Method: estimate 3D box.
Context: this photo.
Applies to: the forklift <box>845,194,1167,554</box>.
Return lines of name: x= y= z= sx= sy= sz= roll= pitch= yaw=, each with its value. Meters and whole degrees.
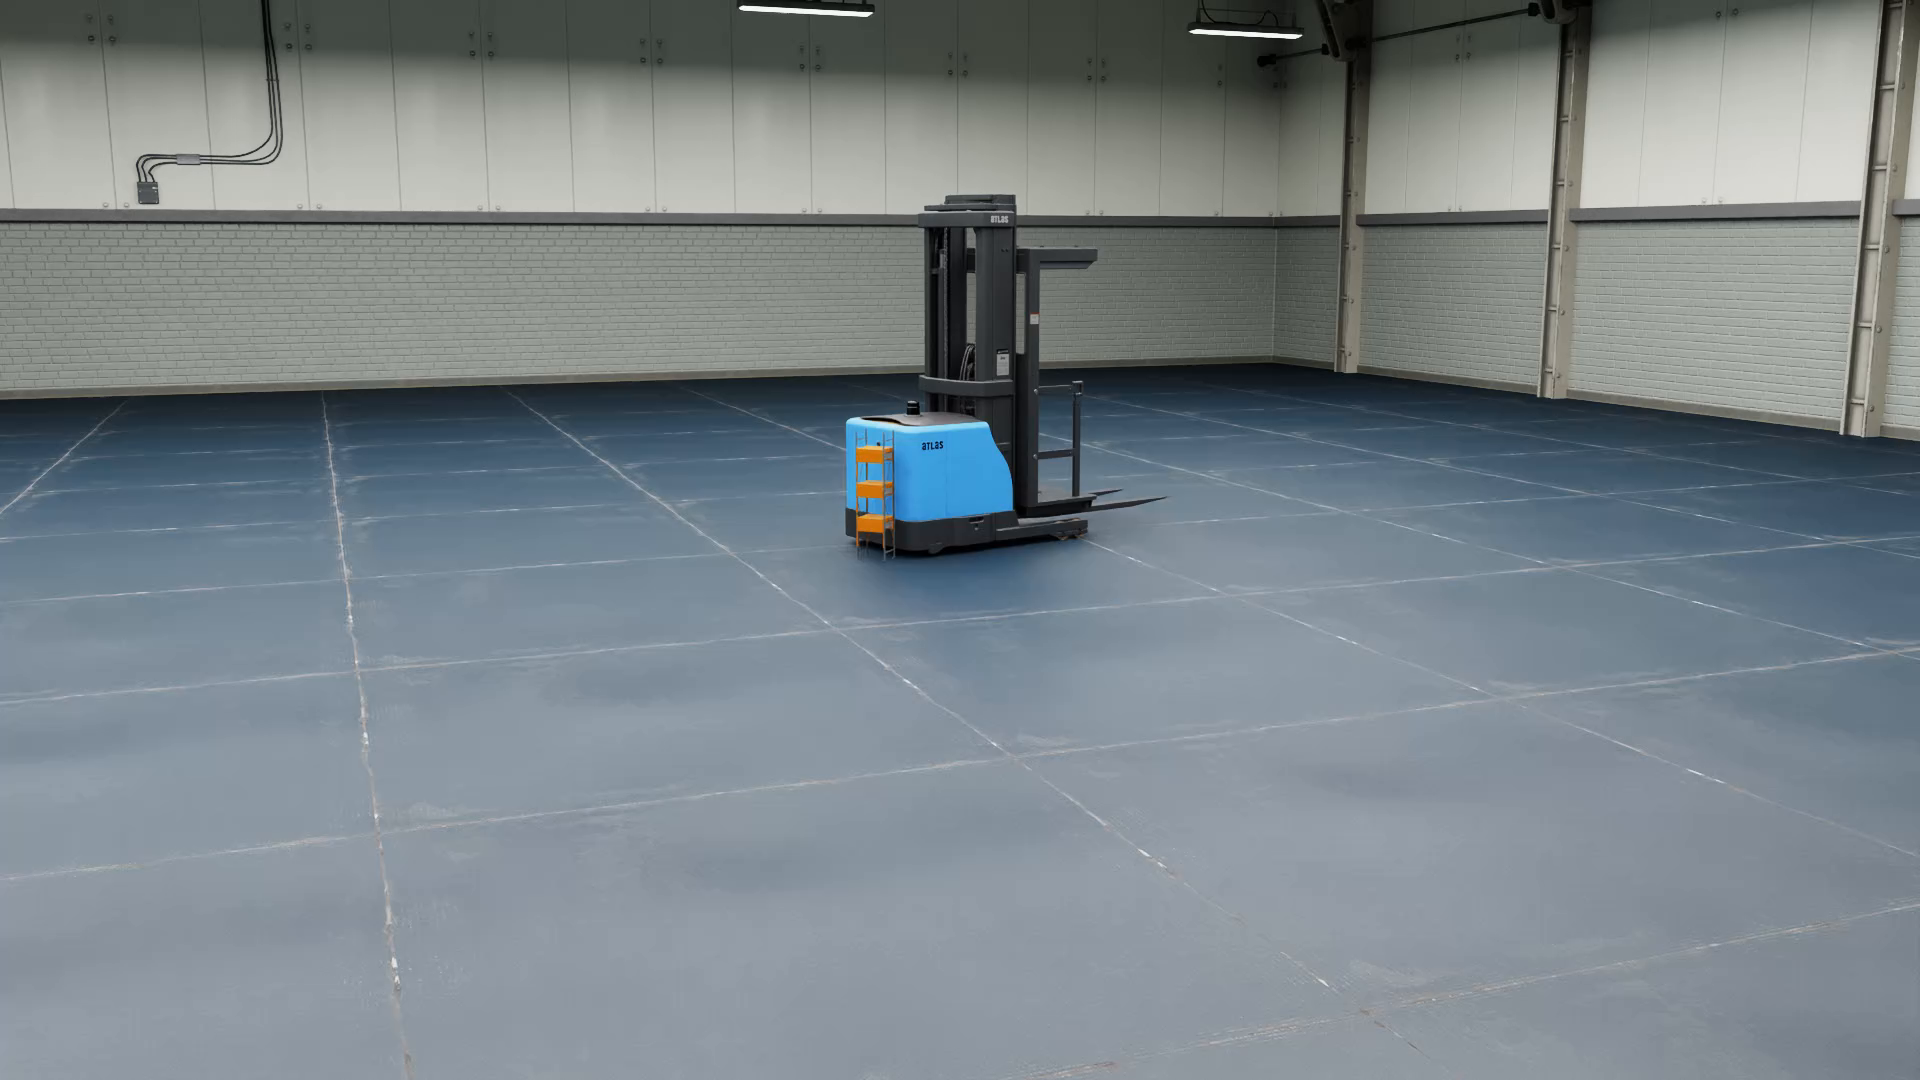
forklift: x=0.502 y=-1.509 z=14.533 sx=3.031 sy=2.935 sz=1.130 roll=-7 pitch=13 yaw=-36

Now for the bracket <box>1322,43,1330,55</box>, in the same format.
bracket: x=7.261 y=-9.614 z=32.497 sx=0.235 sy=0.232 sz=0.430 roll=-4 pitch=11 yaw=-21

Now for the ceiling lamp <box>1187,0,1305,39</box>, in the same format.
ceiling lamp: x=4.519 y=-9.725 z=26.731 sx=2.000 sy=3.185 sz=0.800 roll=-4 pitch=11 yaw=-21

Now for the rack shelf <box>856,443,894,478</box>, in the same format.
rack shelf: x=-0.685 y=-0.634 z=13.425 sx=0.240 sy=0.259 sz=0.215 roll=4 pitch=11 yaw=22

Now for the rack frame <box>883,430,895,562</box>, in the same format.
rack frame: x=-0.573 y=-0.356 z=13.427 sx=0.008 sy=1.050 sz=0.200 roll=4 pitch=11 yaw=22

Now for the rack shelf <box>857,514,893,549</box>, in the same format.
rack shelf: x=-0.685 y=-0.081 z=13.524 sx=0.240 sy=0.259 sz=0.215 roll=4 pitch=11 yaw=22

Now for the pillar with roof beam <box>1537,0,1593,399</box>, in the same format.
pillar with roof beam: x=5.904 y=-6.544 z=25.516 sx=9.100 sy=9.000 sz=0.548 roll=-4 pitch=11 yaw=-21

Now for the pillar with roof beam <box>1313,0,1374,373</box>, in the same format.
pillar with roof beam: x=3.730 y=-7.524 z=31.022 sx=9.100 sy=9.000 sz=0.548 roll=-4 pitch=11 yaw=-21

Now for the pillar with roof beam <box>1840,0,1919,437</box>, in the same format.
pillar with roof beam: x=8.078 y=-5.565 z=20.010 sx=9.100 sy=9.000 sz=0.400 roll=-4 pitch=11 yaw=-21

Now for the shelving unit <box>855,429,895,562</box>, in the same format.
shelving unit: x=-0.685 y=-0.365 z=13.473 sx=0.252 sy=1.050 sz=0.215 roll=4 pitch=11 yaw=22

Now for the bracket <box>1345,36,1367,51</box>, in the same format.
bracket: x=7.562 y=-9.479 z=31.735 sx=0.235 sy=0.232 sz=0.430 roll=-4 pitch=11 yaw=-21

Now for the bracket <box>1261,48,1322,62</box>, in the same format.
bracket: x=6.616 y=-9.905 z=34.130 sx=0.076 sy=0.066 sz=3.189 roll=-4 pitch=11 yaw=-21

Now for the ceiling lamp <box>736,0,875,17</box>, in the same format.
ceiling lamp: x=-2.322 y=-9.259 z=24.112 sx=2.000 sy=3.185 sz=0.800 roll=-4 pitch=11 yaw=-21

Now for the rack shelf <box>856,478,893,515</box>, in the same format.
rack shelf: x=-0.685 y=-0.354 z=13.475 sx=0.240 sy=0.259 sz=0.215 roll=4 pitch=11 yaw=22

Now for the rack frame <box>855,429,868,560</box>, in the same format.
rack frame: x=-0.798 y=-0.373 z=13.520 sx=0.008 sy=1.050 sz=0.200 roll=4 pitch=11 yaw=22

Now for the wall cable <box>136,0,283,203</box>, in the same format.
wall cable: x=-12.598 y=-8.637 z=27.569 sx=2.305 sy=6.003 sz=0.169 roll=-4 pitch=11 yaw=-21

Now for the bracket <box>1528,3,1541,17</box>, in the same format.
bracket: x=9.435 y=-8.635 z=26.991 sx=0.235 sy=0.232 sz=0.430 roll=-4 pitch=11 yaw=-21

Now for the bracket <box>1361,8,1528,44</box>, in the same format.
bracket: x=8.495 y=-9.058 z=29.371 sx=0.076 sy=0.066 sz=4.783 roll=-4 pitch=11 yaw=-21

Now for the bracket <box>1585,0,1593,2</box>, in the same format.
bracket: x=10.670 y=-8.079 z=23.865 sx=0.076 sy=0.066 sz=4.783 roll=-4 pitch=11 yaw=-21

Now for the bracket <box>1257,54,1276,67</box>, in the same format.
bracket: x=6.402 y=-10.001 z=34.672 sx=0.235 sy=0.232 sz=0.430 roll=-4 pitch=11 yaw=-21

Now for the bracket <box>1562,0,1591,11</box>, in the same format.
bracket: x=9.736 y=-8.499 z=26.229 sx=0.235 sy=0.232 sz=0.430 roll=-4 pitch=11 yaw=-21
